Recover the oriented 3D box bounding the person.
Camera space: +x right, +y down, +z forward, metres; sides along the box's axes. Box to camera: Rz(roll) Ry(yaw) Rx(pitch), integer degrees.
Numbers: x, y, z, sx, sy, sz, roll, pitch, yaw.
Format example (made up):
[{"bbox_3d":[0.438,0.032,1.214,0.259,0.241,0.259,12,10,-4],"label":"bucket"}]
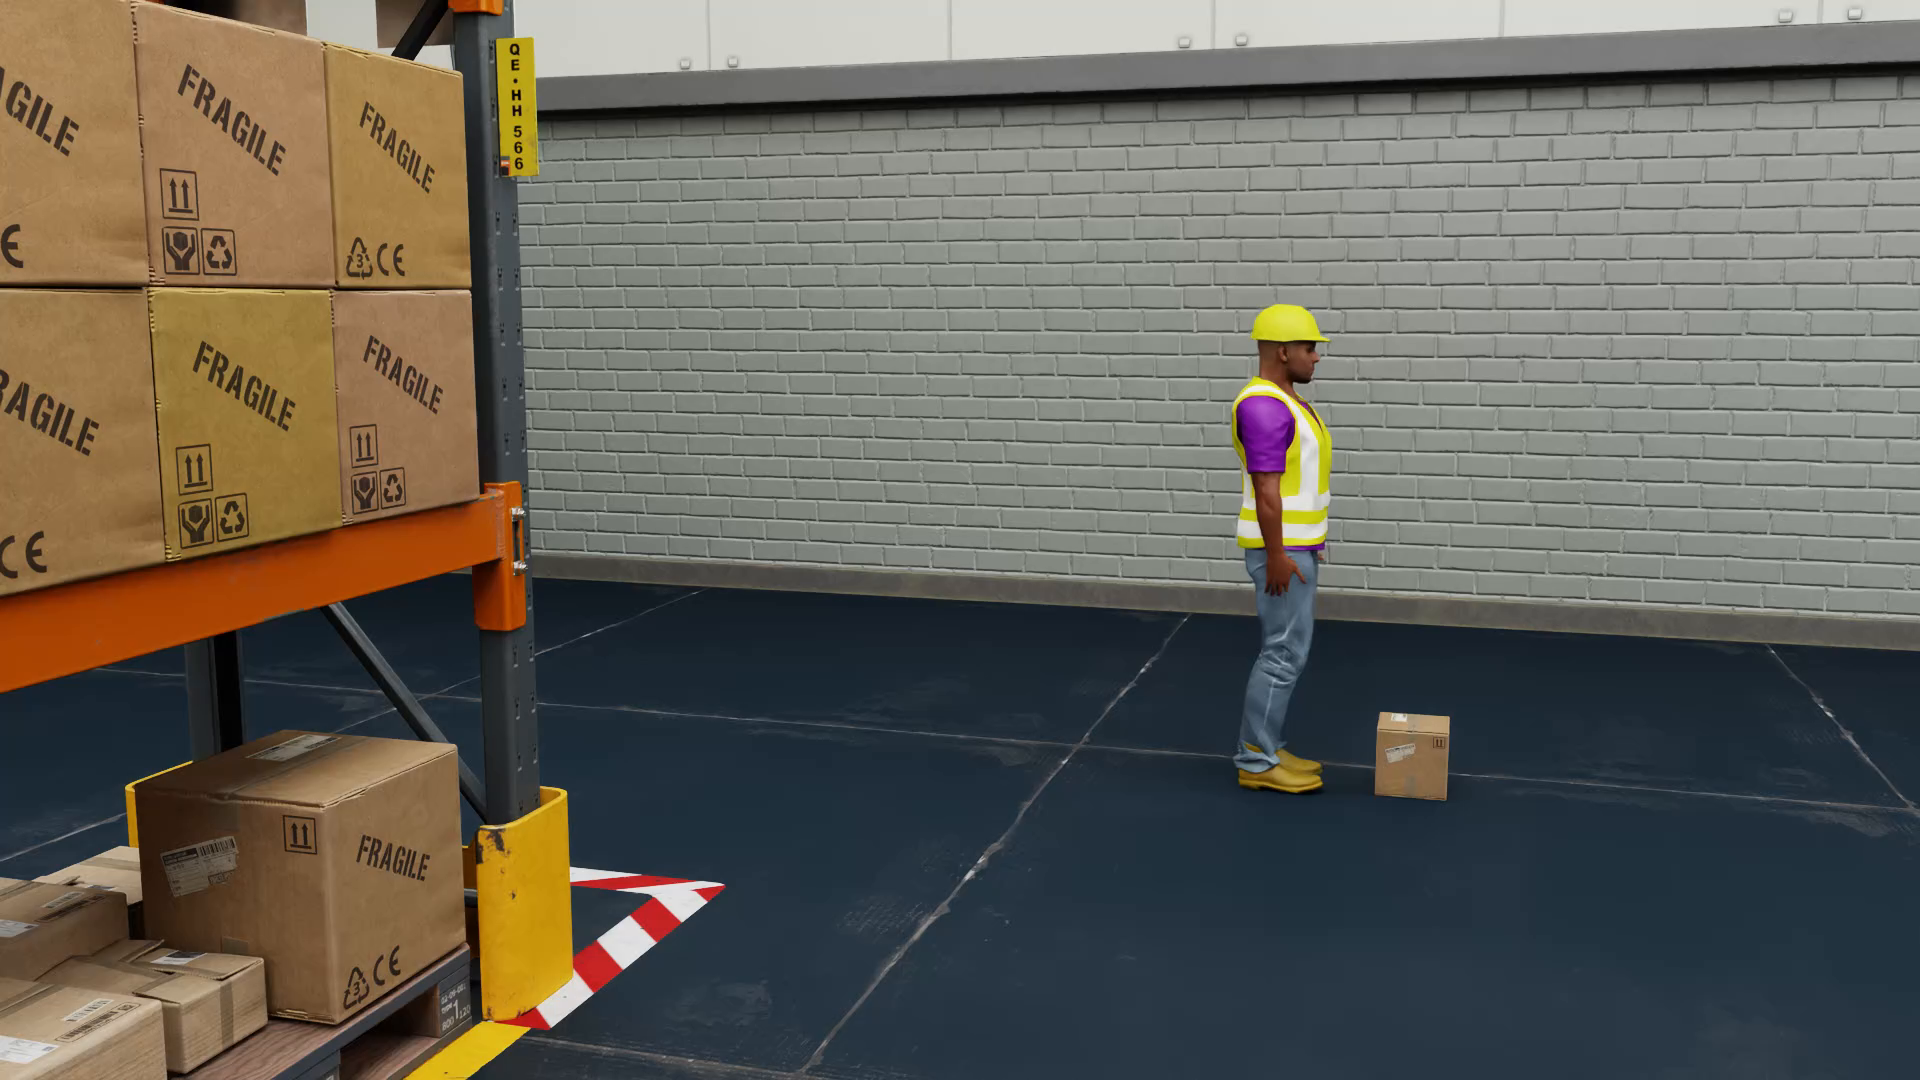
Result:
[{"bbox_3d":[1.189,0.026,6.124,0.369,1.773,0.565,3,9,17],"label":"person"}]
